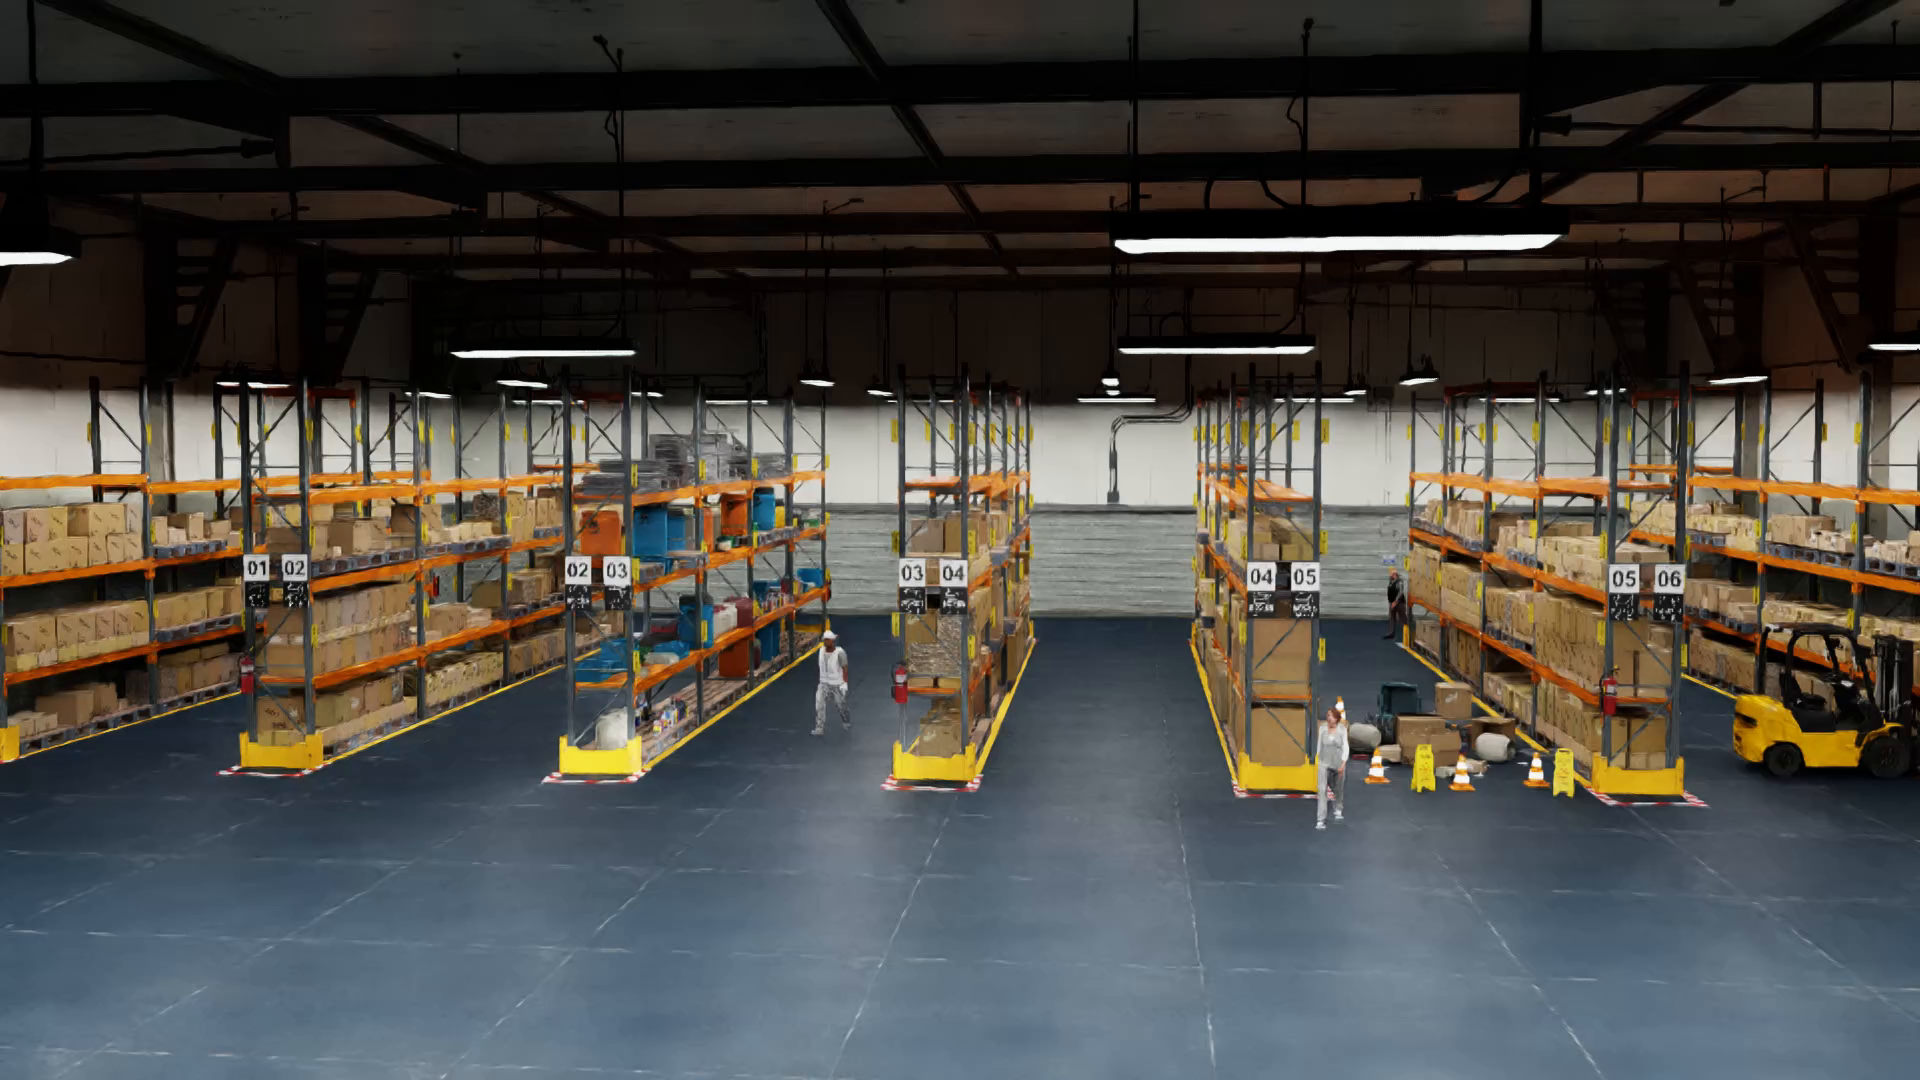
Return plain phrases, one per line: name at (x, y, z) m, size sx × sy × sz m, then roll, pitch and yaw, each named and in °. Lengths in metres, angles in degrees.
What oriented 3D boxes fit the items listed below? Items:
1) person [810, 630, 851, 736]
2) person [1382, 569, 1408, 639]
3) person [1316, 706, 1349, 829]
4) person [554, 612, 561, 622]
person at (-2.110, 2.362, 27.623) m, size 0.591 × 1.746 × 0.951 m, roll 1°, pitch 4°, yaw 21°
person at (10.664, 1.556, 40.520) m, size 0.701 × 1.711 × 0.555 m, roll -2°, pitch 4°, yaw -23°
person at (4.739, 2.865, 21.138) m, size 0.407 × 1.533 × 0.962 m, roll 1°, pitch 4°, yaw 15°
person at (-10.057, 1.382, 42.369) m, size 0.577 × 1.770 × 0.771 m, roll 3°, pitch 5°, yaw 42°
